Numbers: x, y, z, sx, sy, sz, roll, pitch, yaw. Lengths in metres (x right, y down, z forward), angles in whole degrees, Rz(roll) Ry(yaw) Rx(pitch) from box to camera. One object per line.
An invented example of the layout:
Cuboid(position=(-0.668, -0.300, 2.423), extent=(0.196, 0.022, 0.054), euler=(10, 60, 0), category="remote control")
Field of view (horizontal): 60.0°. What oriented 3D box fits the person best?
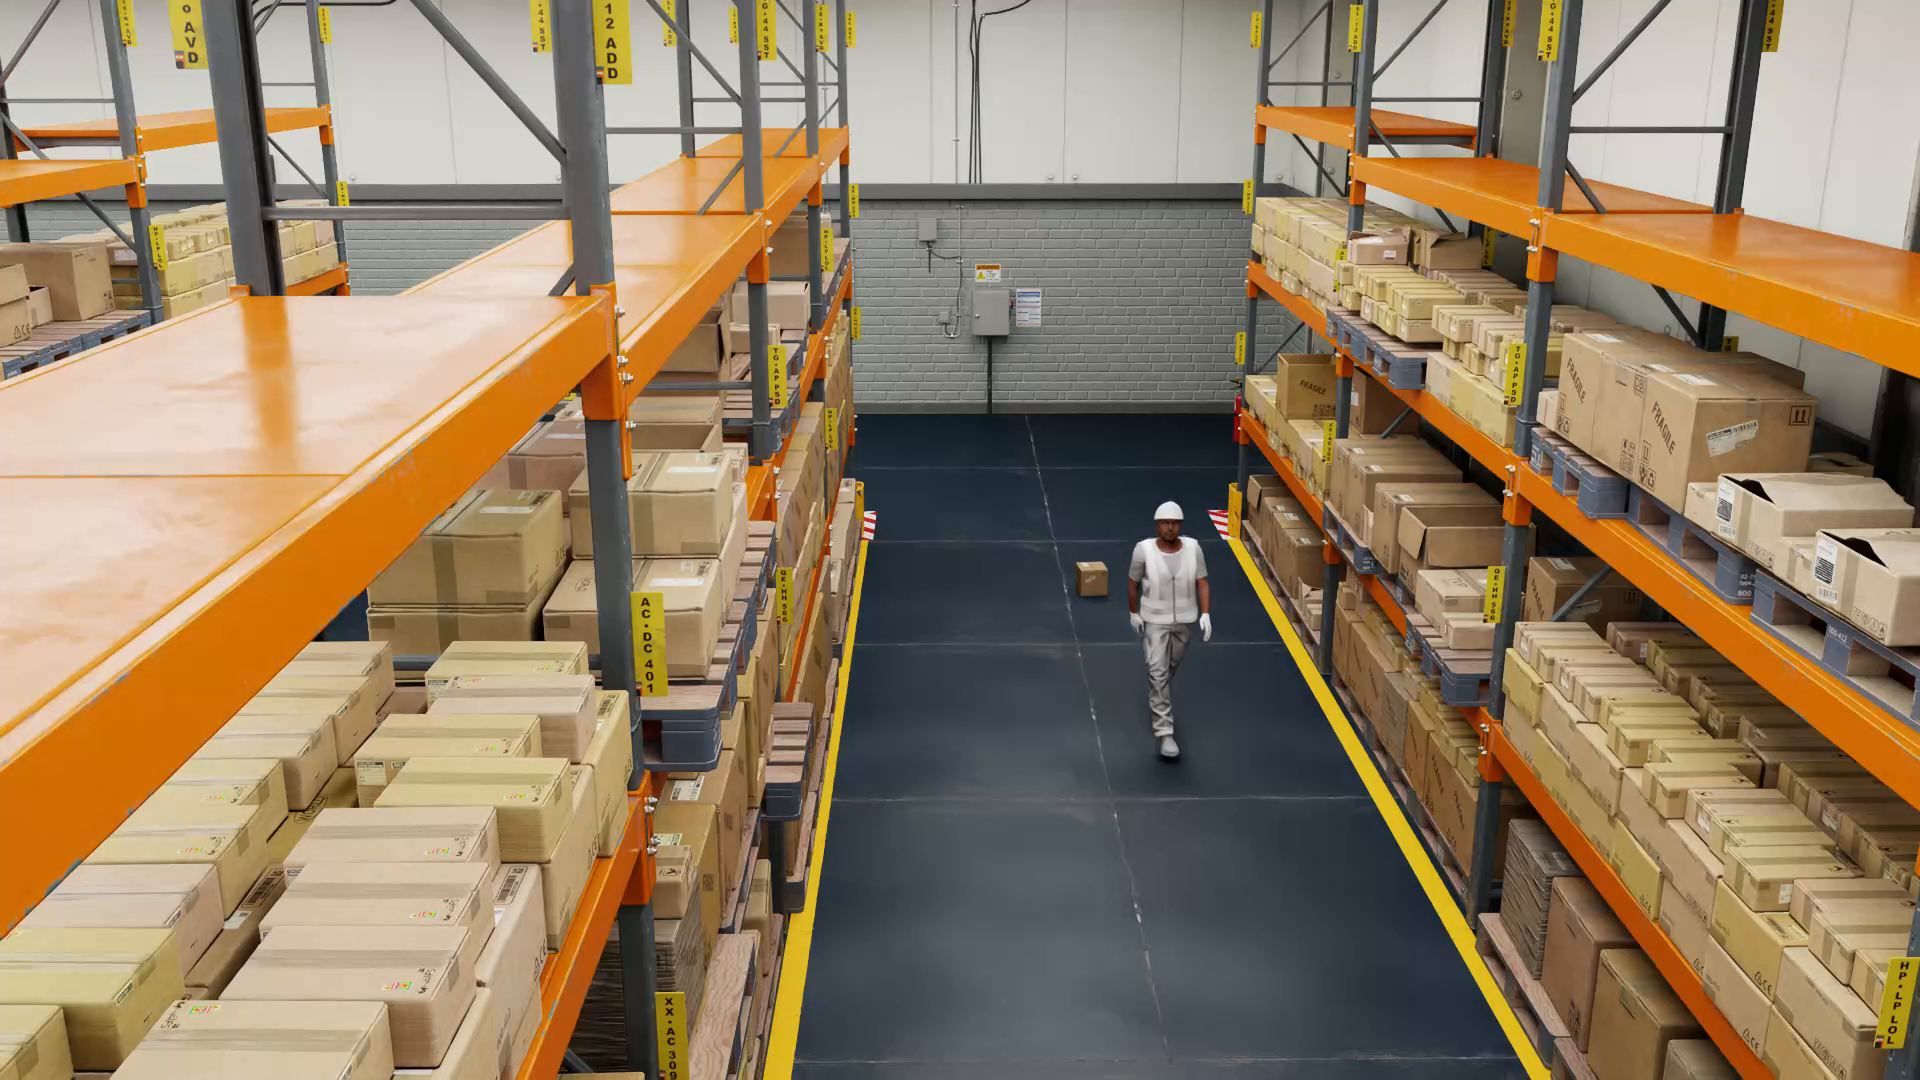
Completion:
Cuboid(position=(1.551, 0.606, 11.961), extent=(0.546, 1.722, 0.905), euler=(-3, 17, -10), category="person")
